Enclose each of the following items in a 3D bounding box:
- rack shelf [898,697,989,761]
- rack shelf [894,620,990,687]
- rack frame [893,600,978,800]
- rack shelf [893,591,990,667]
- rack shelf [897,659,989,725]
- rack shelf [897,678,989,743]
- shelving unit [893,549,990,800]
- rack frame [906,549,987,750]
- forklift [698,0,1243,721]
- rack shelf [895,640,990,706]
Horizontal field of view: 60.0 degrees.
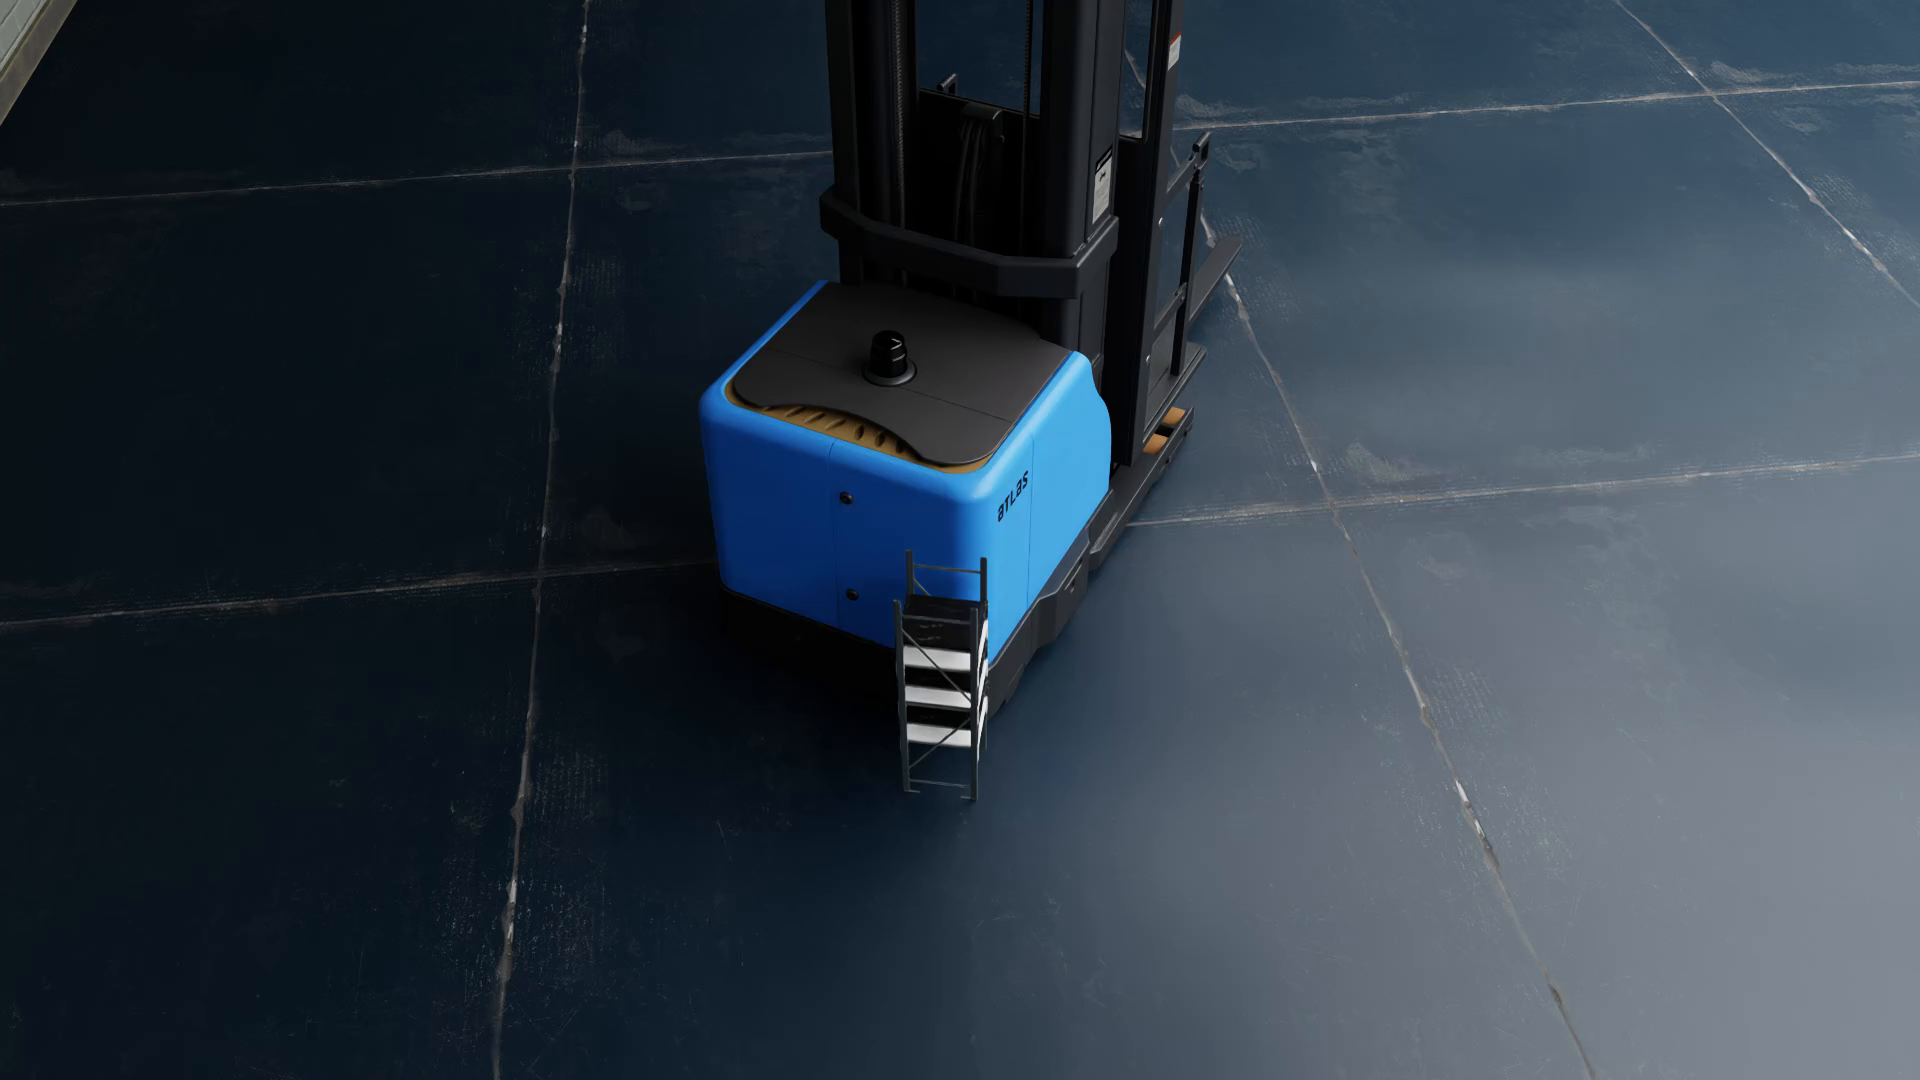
[{"bbox_3d":[-0.050,0.581,5.244,0.258,0.077,0.200,6,45,6],"label":"rack shelf"},{"bbox_3d":[-0.052,0.327,4.990,0.258,0.077,0.200,6,45,6],"label":"rack shelf"},{"bbox_3d":[-0.066,0.502,5.023,0.240,0.900,0.006,6,45,6],"label":"rack frame"},{"bbox_3d":[-0.053,0.263,4.926,0.258,0.077,0.200,6,45,6],"label":"rack shelf"},{"bbox_3d":[-0.051,0.454,5.117,0.258,0.077,0.200,6,45,6],"label":"rack shelf"},{"bbox_3d":[-0.050,0.518,5.181,0.258,0.077,0.200,6,45,6],"label":"rack shelf"},{"bbox_3d":[-0.051,0.430,5.094,0.258,0.900,0.210,6,45,6],"label":"shelving unit"},{"bbox_3d":[-0.036,0.359,5.165,0.240,0.900,0.006,6,45,6],"label":"rack frame"},{"bbox_3d":[0.280,-1.462,5.682,1.130,2.935,3.031,19,45,19],"label":"forklift"},{"bbox_3d":[-0.052,0.390,5.053,0.258,0.077,0.200,6,45,6],"label":"rack shelf"}]
